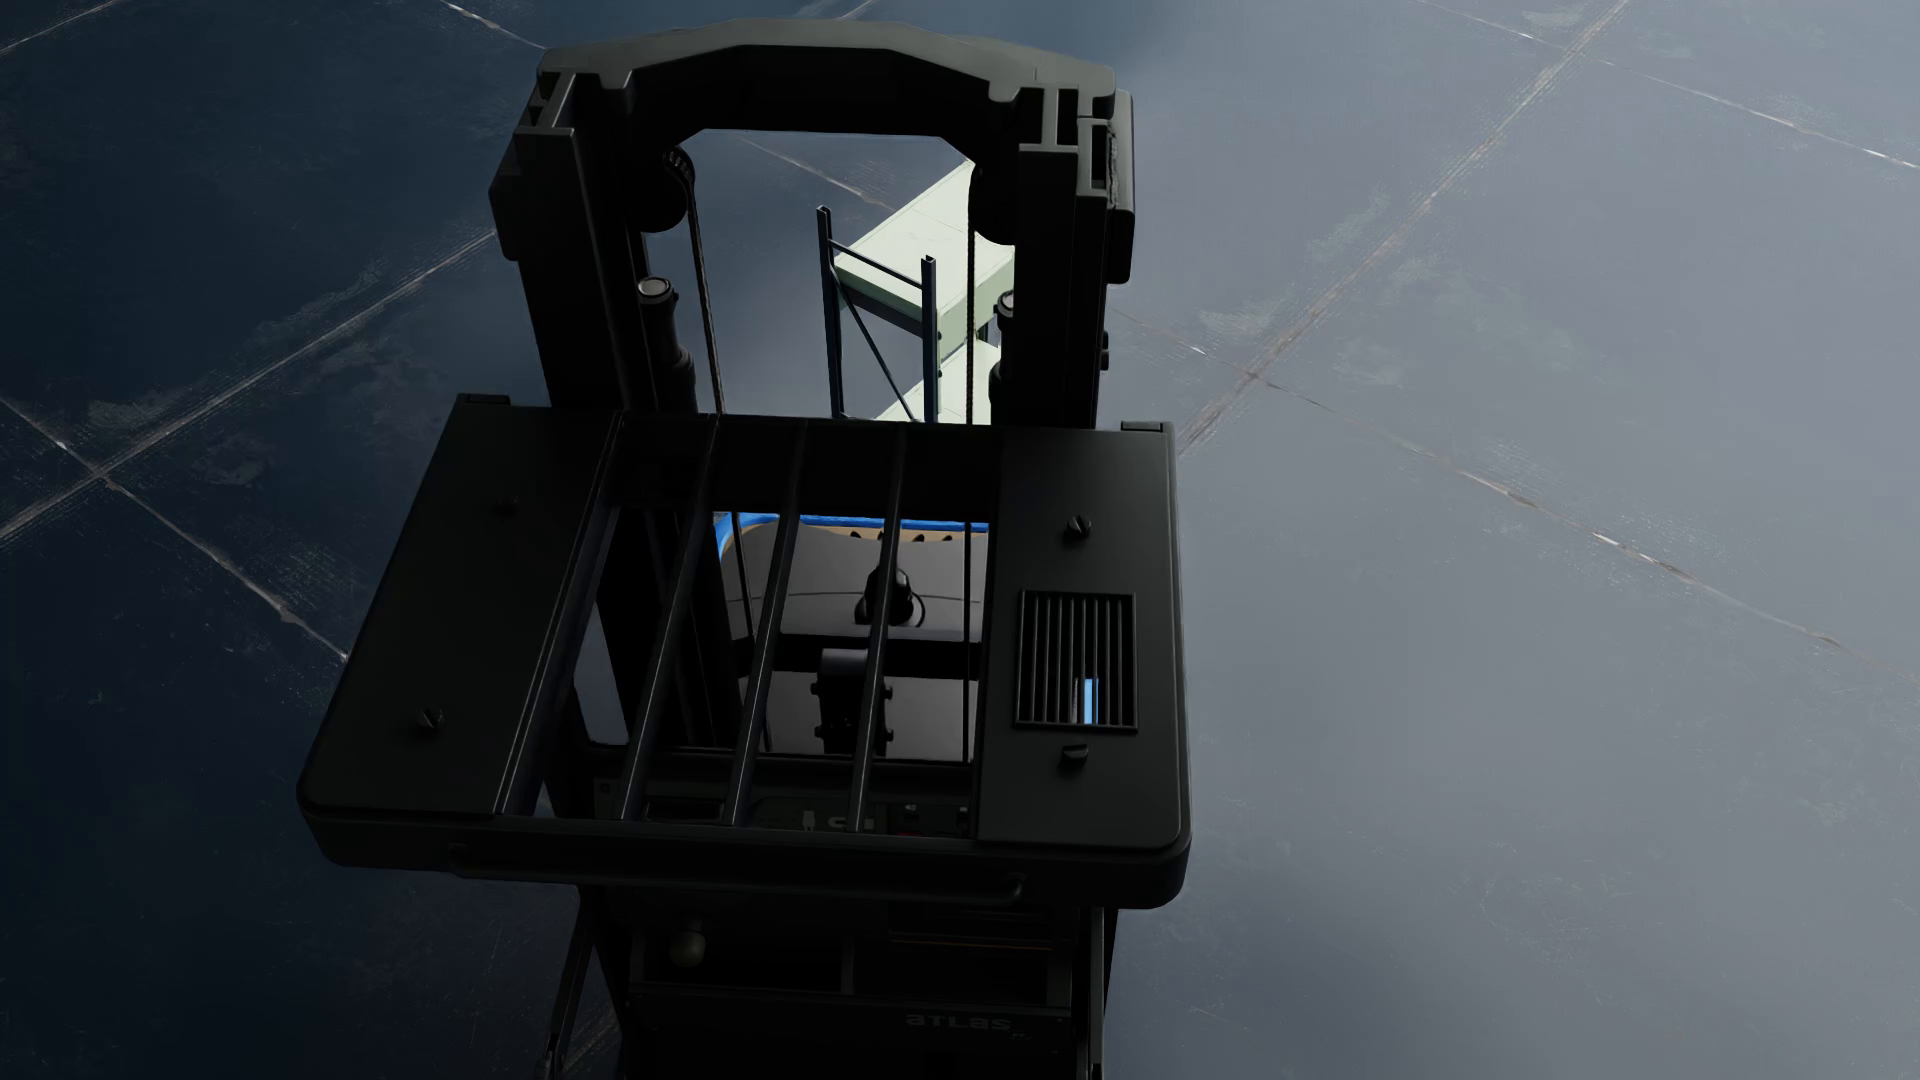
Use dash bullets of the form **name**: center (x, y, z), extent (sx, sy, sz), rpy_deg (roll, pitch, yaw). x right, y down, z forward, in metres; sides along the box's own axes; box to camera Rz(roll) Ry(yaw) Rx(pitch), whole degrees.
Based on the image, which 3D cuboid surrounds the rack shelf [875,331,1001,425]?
- **rack shelf**: center (-0.004, -0.289, 5.440), extent (0.431, 0.370, 0.720), rpy_deg (29, 53, 25)

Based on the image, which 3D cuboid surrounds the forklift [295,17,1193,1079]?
- **forklift**: center (-0.240, 0.731, 3.025), extent (1.130, 2.935, 3.031), rpy_deg (3, 46, 2)

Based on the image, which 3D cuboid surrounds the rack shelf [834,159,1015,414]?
- **rack shelf**: center (-0.004, -0.784, 4.922), extent (0.431, 0.370, 0.720), rpy_deg (29, 53, 25)

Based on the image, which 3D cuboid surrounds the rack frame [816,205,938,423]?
- **rack frame**: center (-0.228, -0.305, 5.004), extent (0.400, 1.500, 0.023), rpy_deg (29, 53, 25)

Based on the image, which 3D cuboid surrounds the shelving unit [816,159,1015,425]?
- **shelving unit**: center (-0.004, -0.514, 5.204), extent (0.431, 1.500, 0.755), rpy_deg (29, 53, 25)

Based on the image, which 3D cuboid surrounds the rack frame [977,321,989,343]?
- **rack frame**: center (0.220, -0.724, 5.404), extent (0.400, 1.500, 0.023), rpy_deg (29, 53, 25)
